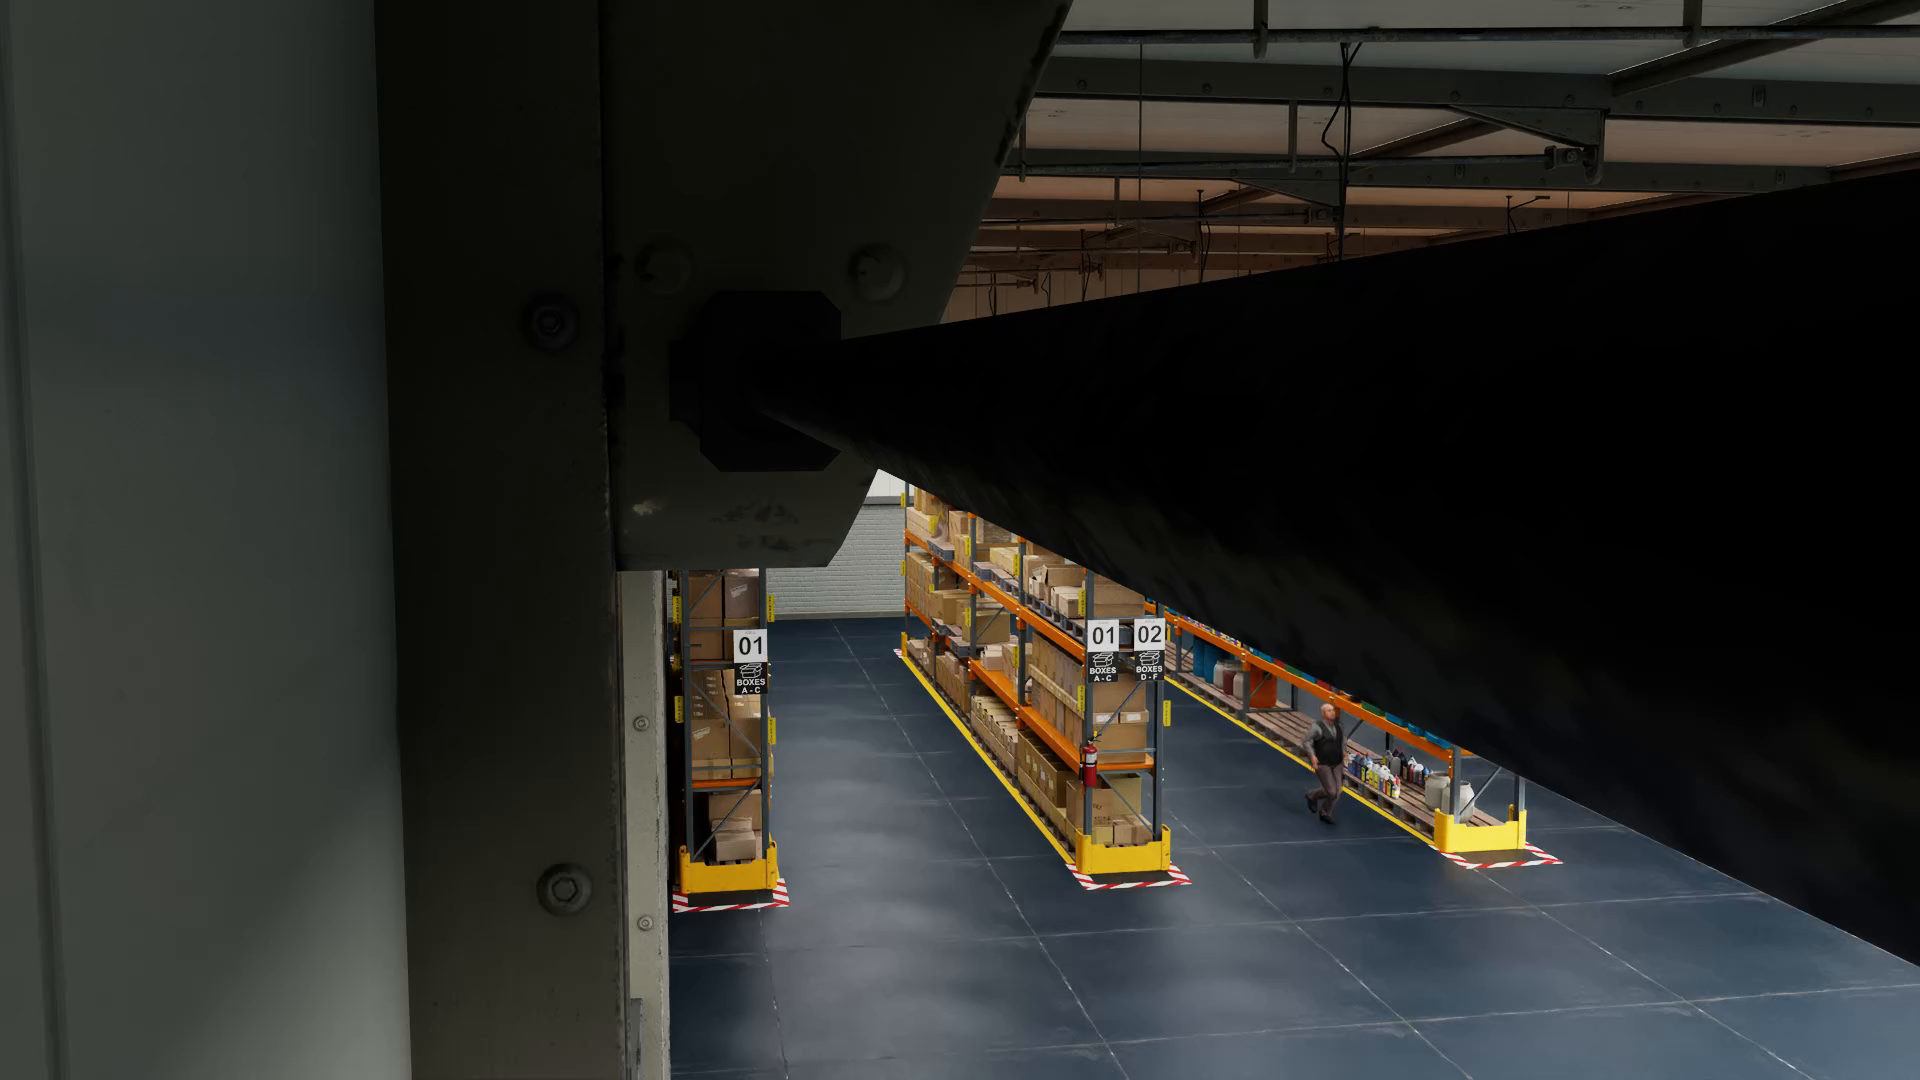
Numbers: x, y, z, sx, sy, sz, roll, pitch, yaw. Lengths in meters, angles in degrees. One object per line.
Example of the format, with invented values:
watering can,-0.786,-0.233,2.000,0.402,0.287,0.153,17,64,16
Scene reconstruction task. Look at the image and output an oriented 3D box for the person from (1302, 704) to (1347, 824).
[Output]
person,5.109,3.109,23.100,0.658,1.677,0.578,-3,7,-26
